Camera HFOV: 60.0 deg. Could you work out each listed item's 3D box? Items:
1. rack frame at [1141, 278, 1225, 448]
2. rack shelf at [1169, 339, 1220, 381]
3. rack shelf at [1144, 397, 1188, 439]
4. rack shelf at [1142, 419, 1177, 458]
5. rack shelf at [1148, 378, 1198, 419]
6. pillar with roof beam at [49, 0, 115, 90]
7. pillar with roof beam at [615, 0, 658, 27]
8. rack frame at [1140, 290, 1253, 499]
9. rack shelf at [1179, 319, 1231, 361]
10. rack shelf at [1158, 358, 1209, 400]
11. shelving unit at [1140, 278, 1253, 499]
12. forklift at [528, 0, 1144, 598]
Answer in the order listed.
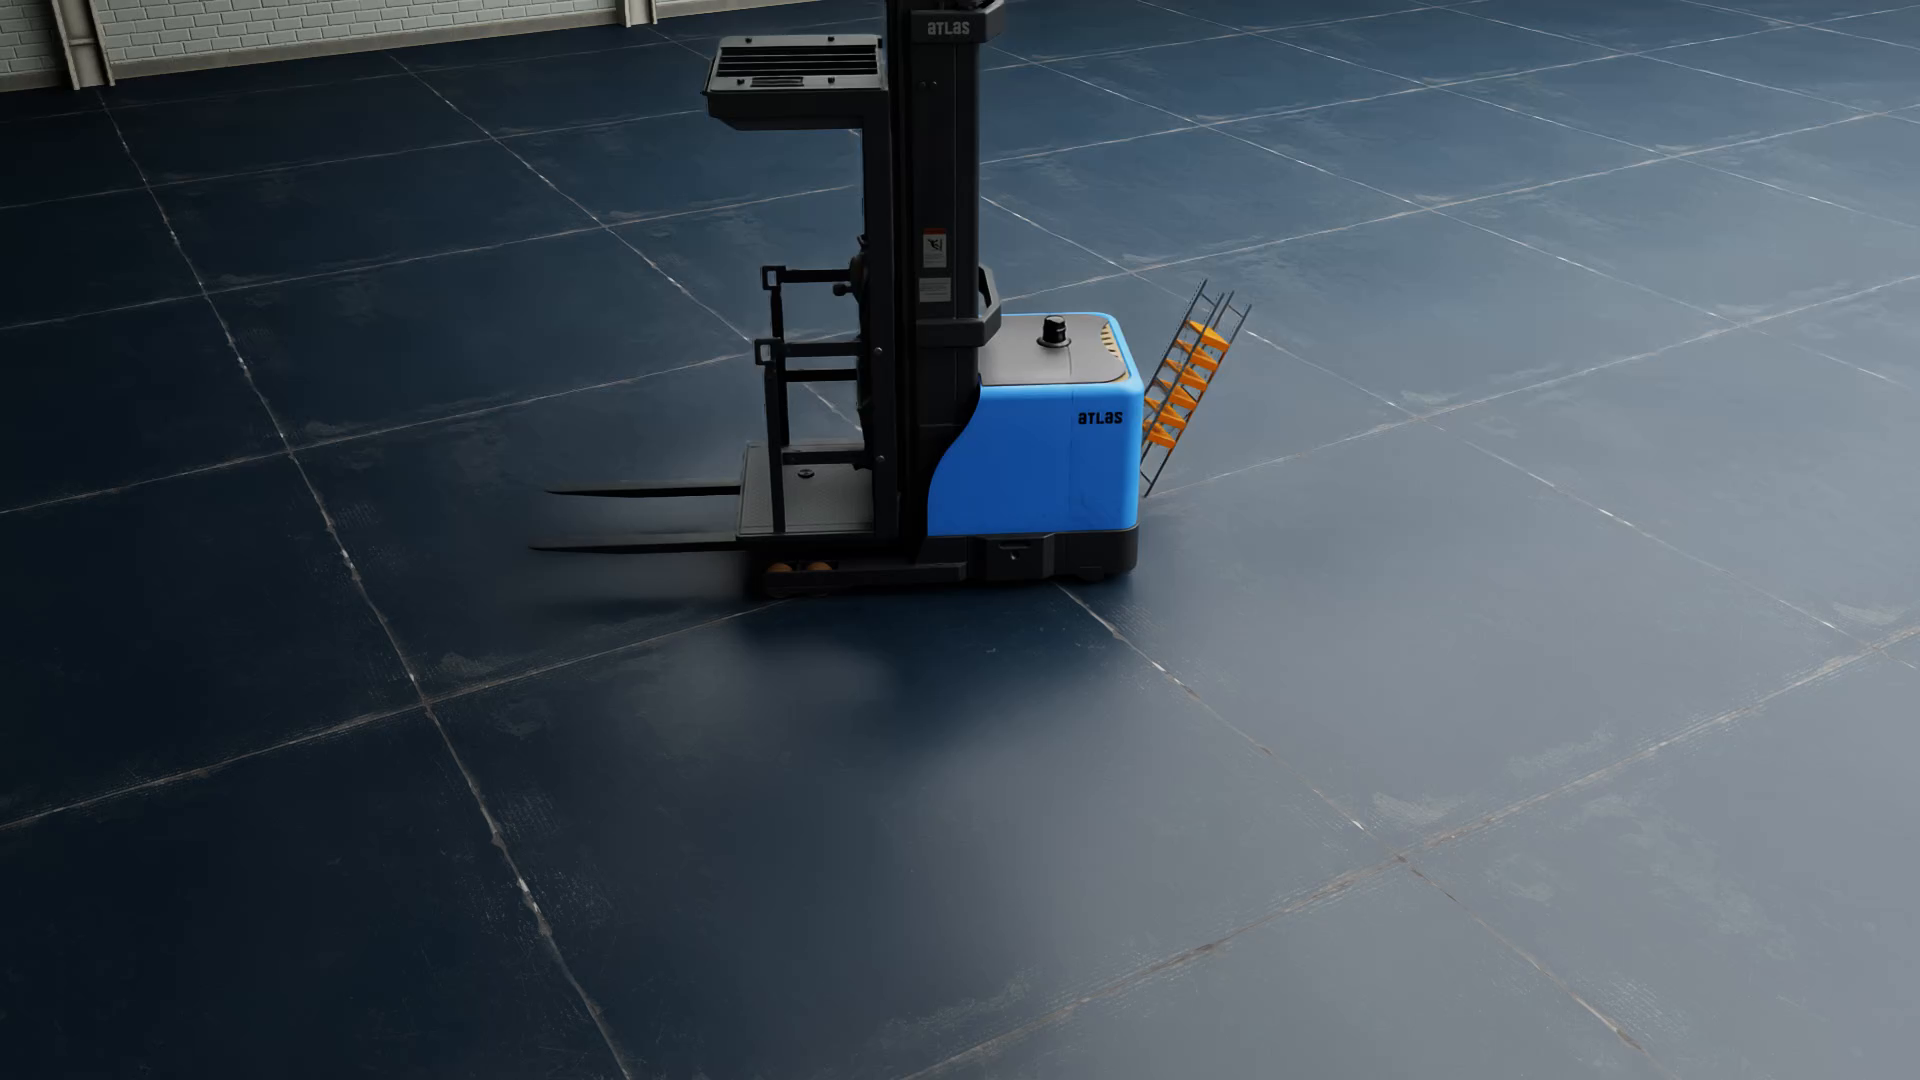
[{"bbox_3d":[1.091,-0.837,8.981,0.006,1.200,0.240,18,21,-26],"label":"rack frame"},{"bbox_3d":[1.254,-0.977,8.958,0.180,0.103,0.258,18,21,-26],"label":"rack shelf"},{"bbox_3d":[1.098,-0.674,9.074,0.180,0.103,0.258,18,21,-26],"label":"rack shelf"},{"bbox_3d":[1.046,-0.573,9.112,0.180,0.103,0.258,18,21,-26],"label":"rack shelf"},{"bbox_3d":[1.150,-0.775,9.035,0.180,0.103,0.258,18,21,-26],"label":"rack shelf"},{"bbox_3d":[-6.879,-6.907,11.952,0.400,9.000,9.100,-16,33,-26],"label":"pillar with roof beam"},{"bbox_3d":[-1.706,-8.376,14.614,0.400,9.000,9.100,-16,33,-26],"label":"pillar with roof beam"},{"bbox_3d":[1.248,-0.787,9.061,0.006,1.200,0.240,18,21,-26],"label":"rack frame"},{"bbox_3d":[1.306,-1.078,8.920,0.180,0.103,0.258,18,21,-26],"label":"rack shelf"},{"bbox_3d":[1.202,-0.876,8.997,0.180,0.103,0.258,18,21,-26],"label":"rack shelf"},{"bbox_3d":[1.169,-0.812,9.021,0.189,1.200,0.258,18,21,-26],"label":"shelving unit"},{"bbox_3d":[-0.648,-1.262,8.003,3.031,2.935,1.130,-2,29,-3],"label":"forklift"}]
